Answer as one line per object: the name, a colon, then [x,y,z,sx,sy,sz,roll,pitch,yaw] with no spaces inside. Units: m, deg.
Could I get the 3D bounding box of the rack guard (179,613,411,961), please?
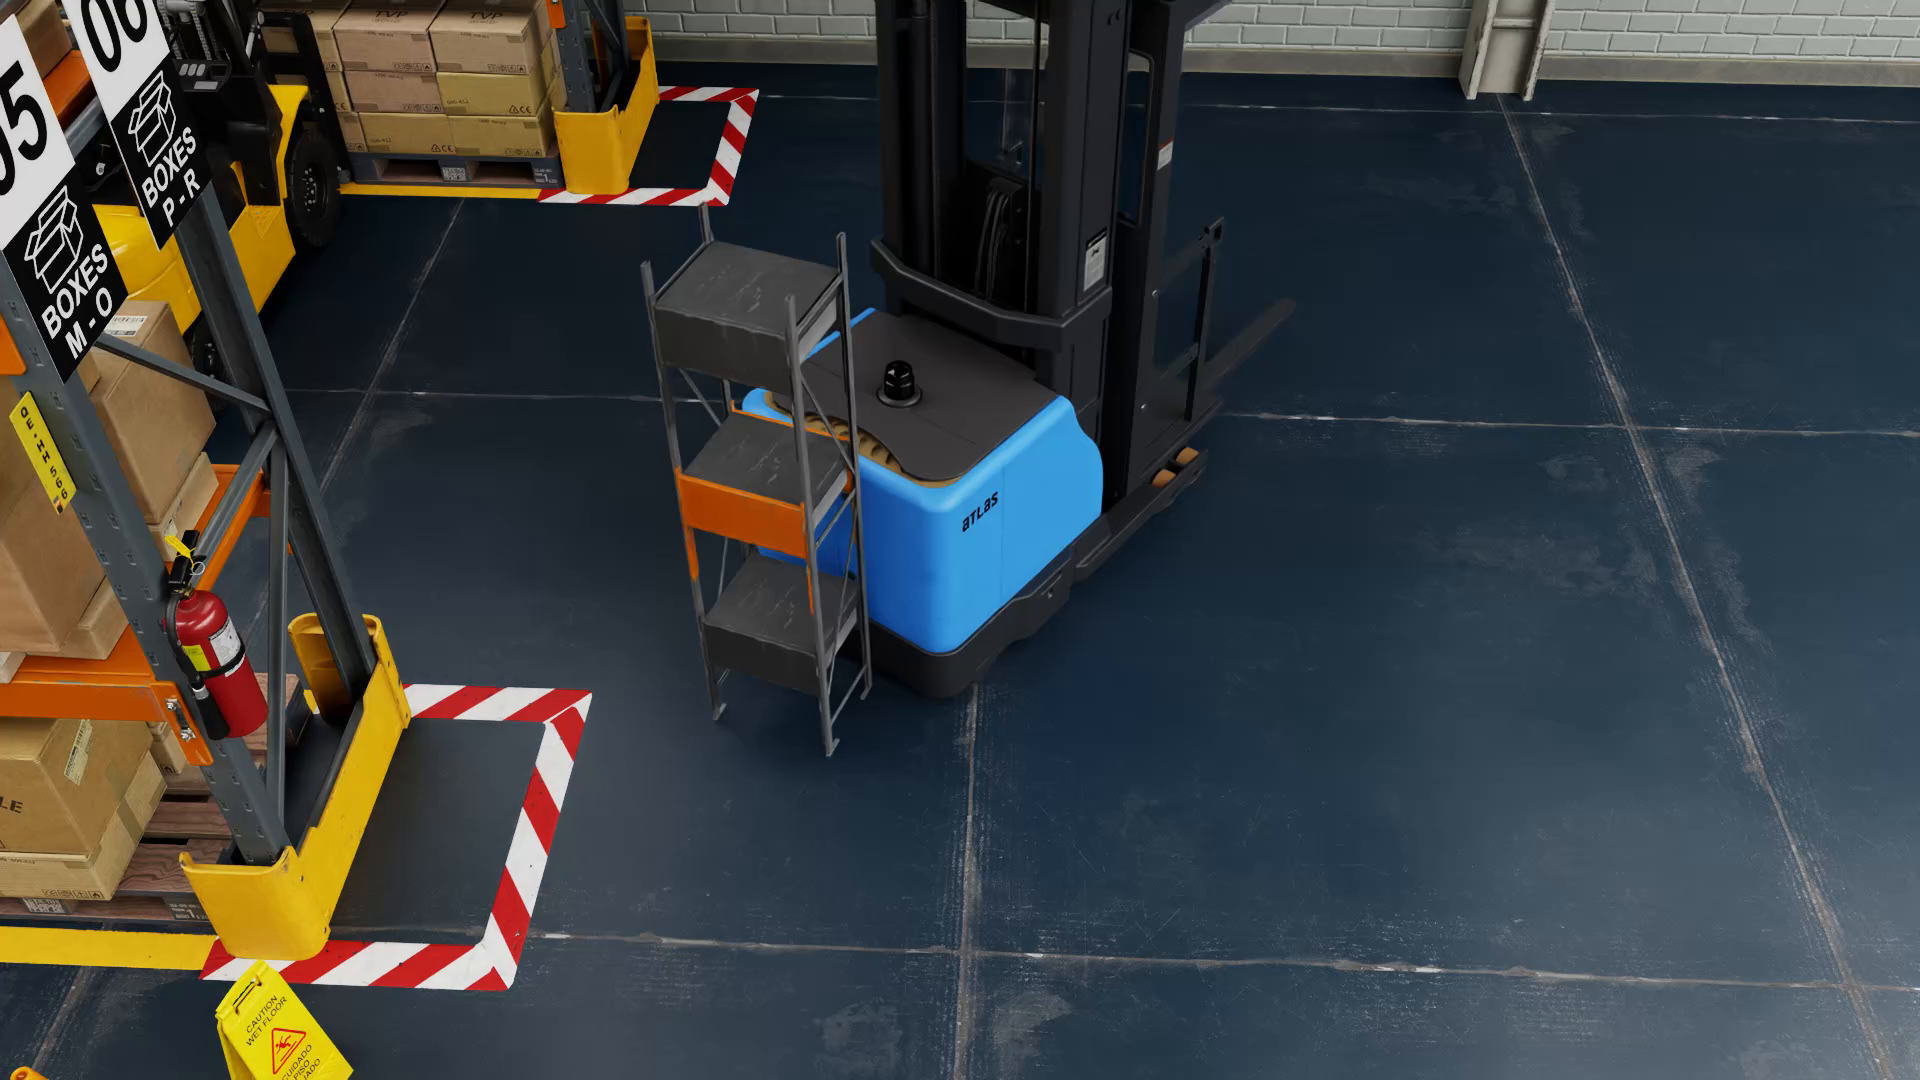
rack guard: [-2.344,0.858,5.962,0.348,0.500,1.175,2,43,2]

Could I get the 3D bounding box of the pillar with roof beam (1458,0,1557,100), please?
pillar with roof beam: [3.096,-3.149,4.028,0.400,9.000,9.100,2,43,2]

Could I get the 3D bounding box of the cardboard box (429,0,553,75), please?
cardboard box: [-2.523,-2.750,8.976,0.500,0.250,0.500,3,43,3]

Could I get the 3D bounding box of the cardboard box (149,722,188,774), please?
cardboard box: [-3.062,0.585,6.130,0.500,0.250,0.500,1,43,2]

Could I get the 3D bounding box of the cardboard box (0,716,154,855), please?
cardboard box: [-3.081,0.677,5.482,0.500,0.500,0.500,2,43,2]

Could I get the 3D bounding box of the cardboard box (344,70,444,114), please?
cardboard box: [-3.049,-2.590,9.172,0.500,0.250,0.500,1,43,1]

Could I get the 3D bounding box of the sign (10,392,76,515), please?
sign: [-2.313,-0.216,4.200,0.005,0.325,0.100,2,43,2]

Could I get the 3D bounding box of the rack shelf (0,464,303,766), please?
rack shelf: [-4.266,0.148,5.419,4.000,0.370,1.077,2,43,2]

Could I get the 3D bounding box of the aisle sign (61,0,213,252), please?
aisle sign: [-2.193,-1.215,4.446,0.004,0.787,0.394,2,43,2]

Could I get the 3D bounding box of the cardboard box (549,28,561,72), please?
cardboard box: [-2.509,-2.921,9.527,0.500,0.250,0.500,2,43,3]

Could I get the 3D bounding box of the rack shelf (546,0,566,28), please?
rack shelf: [-4.047,-3.233,9.047,4.000,0.370,1.077,2,43,2]

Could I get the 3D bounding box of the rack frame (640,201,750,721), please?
rack frame: [-0.888,-0.189,5.913,0.015,2.100,0.400,15,45,16]

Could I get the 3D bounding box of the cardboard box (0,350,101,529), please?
cardboard box: [-2.789,-0.433,4.489,0.500,0.500,0.700,1,43,1]

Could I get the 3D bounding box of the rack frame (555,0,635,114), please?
rack frame: [-2.049,-3.434,8.736,0.127,3.000,1.000,2,43,2]

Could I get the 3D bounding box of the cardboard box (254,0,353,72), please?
cardboard box: [-3.538,-2.770,8.998,0.500,0.250,0.500,2,43,2]

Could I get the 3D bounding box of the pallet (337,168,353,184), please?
pallet: [-4.030,-2.448,9.723,1.213,0.211,1.003,2,43,2]

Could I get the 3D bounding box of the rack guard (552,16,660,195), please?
rack guard: [-2.025,-2.519,9.587,0.348,0.500,1.175,2,43,2]

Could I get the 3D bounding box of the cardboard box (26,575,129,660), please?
cardboard box: [-2.652,0.172,5.049,0.250,0.149,0.380,3,43,3]

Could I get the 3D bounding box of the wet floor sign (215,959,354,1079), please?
wet floor sign: [-2.127,1.542,5.122,0.232,0.644,0.267,16,45,16]

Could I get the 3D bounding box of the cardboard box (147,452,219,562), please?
cardboard box: [-2.598,-0.114,5.356,0.250,0.149,0.380,2,43,2]

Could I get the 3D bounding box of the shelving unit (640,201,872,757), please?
shelving unit: [-0.662,-0.128,5.845,0.503,2.100,0.431,15,45,16]

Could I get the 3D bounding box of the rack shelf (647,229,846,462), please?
rack shelf: [-0.665,-0.631,5.378,0.480,0.518,0.431,15,45,16]

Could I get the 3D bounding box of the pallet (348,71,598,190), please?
pallet: [-2.814,-2.409,9.681,1.213,0.211,1.003,2,43,2]

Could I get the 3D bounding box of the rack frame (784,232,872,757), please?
rack frame: [-0.435,-0.067,5.778,0.015,2.100,0.400,15,45,16]

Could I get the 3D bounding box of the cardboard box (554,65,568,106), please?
cardboard box: [-2.530,-2.730,9.689,0.500,0.250,0.500,2,43,2]

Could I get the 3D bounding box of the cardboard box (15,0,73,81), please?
cardboard box: [-2.585,-1.291,4.419,0.250,0.149,0.380,2,43,2]

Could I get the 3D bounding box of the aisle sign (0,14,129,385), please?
aisle sign: [-2.220,-0.806,4.008,0.004,0.787,0.394,2,43,2]

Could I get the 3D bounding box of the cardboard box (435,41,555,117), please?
cardboard box: [-2.549,-2.567,9.147,0.500,0.250,0.500,1,43,1]

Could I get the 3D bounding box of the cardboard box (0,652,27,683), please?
cardboard box: [-2.910,0.240,4.976,0.250,0.149,0.380,1,43,1]

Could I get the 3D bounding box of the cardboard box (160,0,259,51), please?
cardboard box: [-4.043,-2.791,9.021,0.500,0.250,0.500,1,43,1]

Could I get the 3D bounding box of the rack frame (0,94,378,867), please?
rack frame: [-2.268,-0.054,5.108,0.127,3.000,1.000,2,43,2]

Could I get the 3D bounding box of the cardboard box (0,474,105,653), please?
cardboard box: [-2.823,-0.029,4.789,0.500,0.500,0.500,1,43,1]

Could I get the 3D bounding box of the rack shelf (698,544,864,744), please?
rack shelf: [-0.659,0.395,6.330,0.480,0.518,0.431,15,45,16]

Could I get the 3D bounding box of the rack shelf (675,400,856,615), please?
rack shelf: [-0.662,-0.118,5.854,0.480,0.518,0.431,15,45,16]

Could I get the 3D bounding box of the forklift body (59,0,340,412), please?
forklift body: [-4.025,-1.940,7.754,1.214,2.155,2.313,2,43,2]

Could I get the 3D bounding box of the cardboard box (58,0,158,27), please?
cardboard box: [-4.567,-2.812,9.044,0.500,0.250,0.500,3,43,3]

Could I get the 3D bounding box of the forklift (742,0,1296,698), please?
forklift: [0.461,-1.408,6.611,1.130,2.935,3.031,28,50,27]

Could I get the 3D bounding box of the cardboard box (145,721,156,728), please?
cardboard box: [-3.086,0.310,5.875,0.500,0.500,0.500,0,43,0]

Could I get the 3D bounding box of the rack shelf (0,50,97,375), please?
rack shelf: [-4.266,-0.950,4.396,4.000,0.370,1.077,2,43,2]

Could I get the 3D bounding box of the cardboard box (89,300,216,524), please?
cardboard box: [-2.729,-0.403,5.191,0.500,0.500,0.500,1,43,1]

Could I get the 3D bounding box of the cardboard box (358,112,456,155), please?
cardboard box: [-3.029,-2.403,9.338,0.500,0.250,0.500,2,43,2]

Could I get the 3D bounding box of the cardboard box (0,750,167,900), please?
cardboard box: [-3.112,0.956,5.733,0.500,0.250,0.500,2,43,2]

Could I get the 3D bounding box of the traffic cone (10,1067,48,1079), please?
traffic cone: [-2.756,1.739,5.044,0.334,0.463,0.336,2,43,2]

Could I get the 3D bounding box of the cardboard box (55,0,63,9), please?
cardboard box: [-5.065,-2.819,9.052,0.500,0.250,0.500,2,43,2]

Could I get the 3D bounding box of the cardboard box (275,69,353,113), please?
cardboard box: [-3.566,-2.591,9.173,0.500,0.250,0.500,1,43,1]

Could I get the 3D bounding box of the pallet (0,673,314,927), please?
pallet: [-3.154,0.915,6.113,1.213,0.211,1.003,2,43,2]

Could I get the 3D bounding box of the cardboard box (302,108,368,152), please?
cardboard box: [-3.528,-2.424,9.361,0.500,0.250,0.500,2,43,2]

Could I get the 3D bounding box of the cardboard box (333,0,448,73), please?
cardboard box: [-3.033,-2.761,8.989,0.500,0.250,0.500,2,43,3]

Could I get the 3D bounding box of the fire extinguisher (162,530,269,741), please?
fire extinguisher: [-2.175,0.291,4.793,0.183,0.674,0.296,2,43,2]

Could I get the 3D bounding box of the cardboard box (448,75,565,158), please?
cardboard box: [-2.532,-2.381,9.315,0.500,0.250,0.500,2,43,2]
